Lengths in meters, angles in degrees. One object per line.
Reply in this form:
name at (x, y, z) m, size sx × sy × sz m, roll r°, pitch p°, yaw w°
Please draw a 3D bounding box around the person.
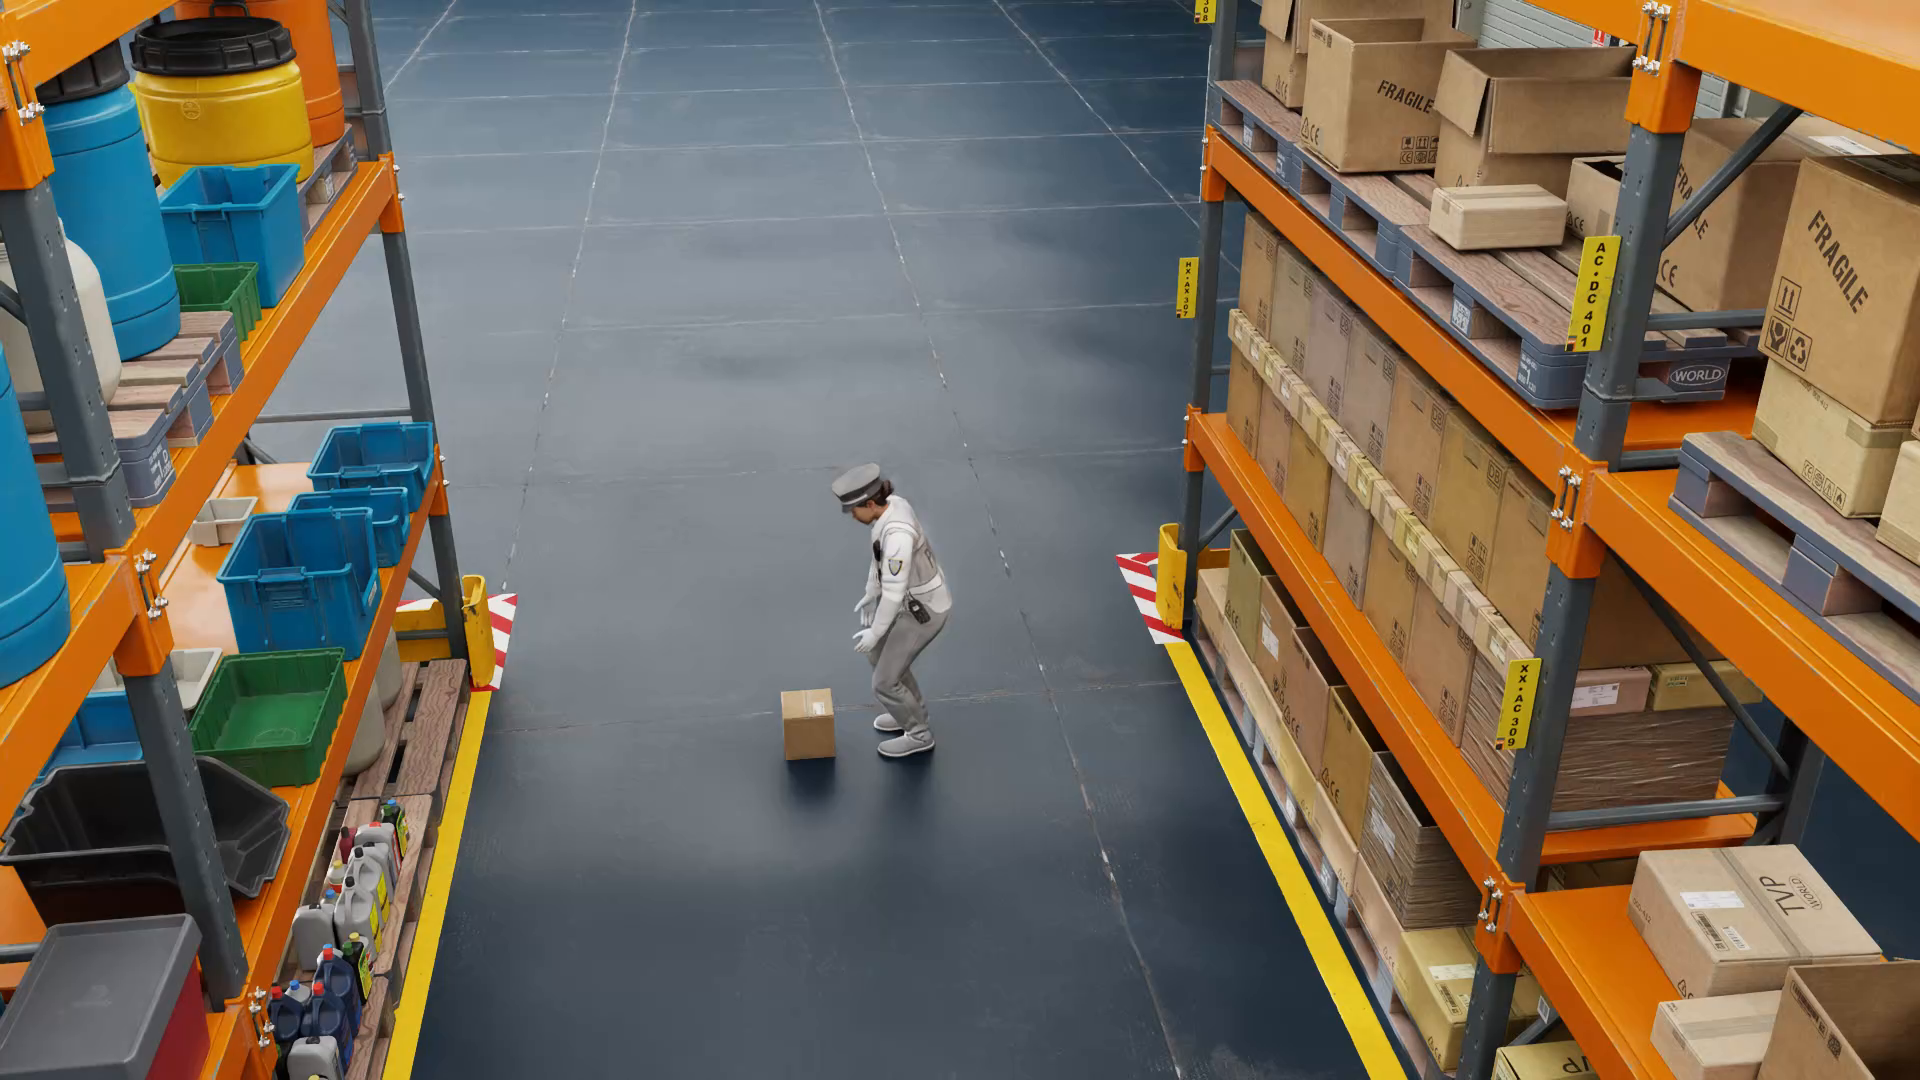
person at (-0.322, 0.346, 8.095) m, size 0.570 × 1.542 × 0.523 m, roll -3°, pitch 27°, yaw -6°
